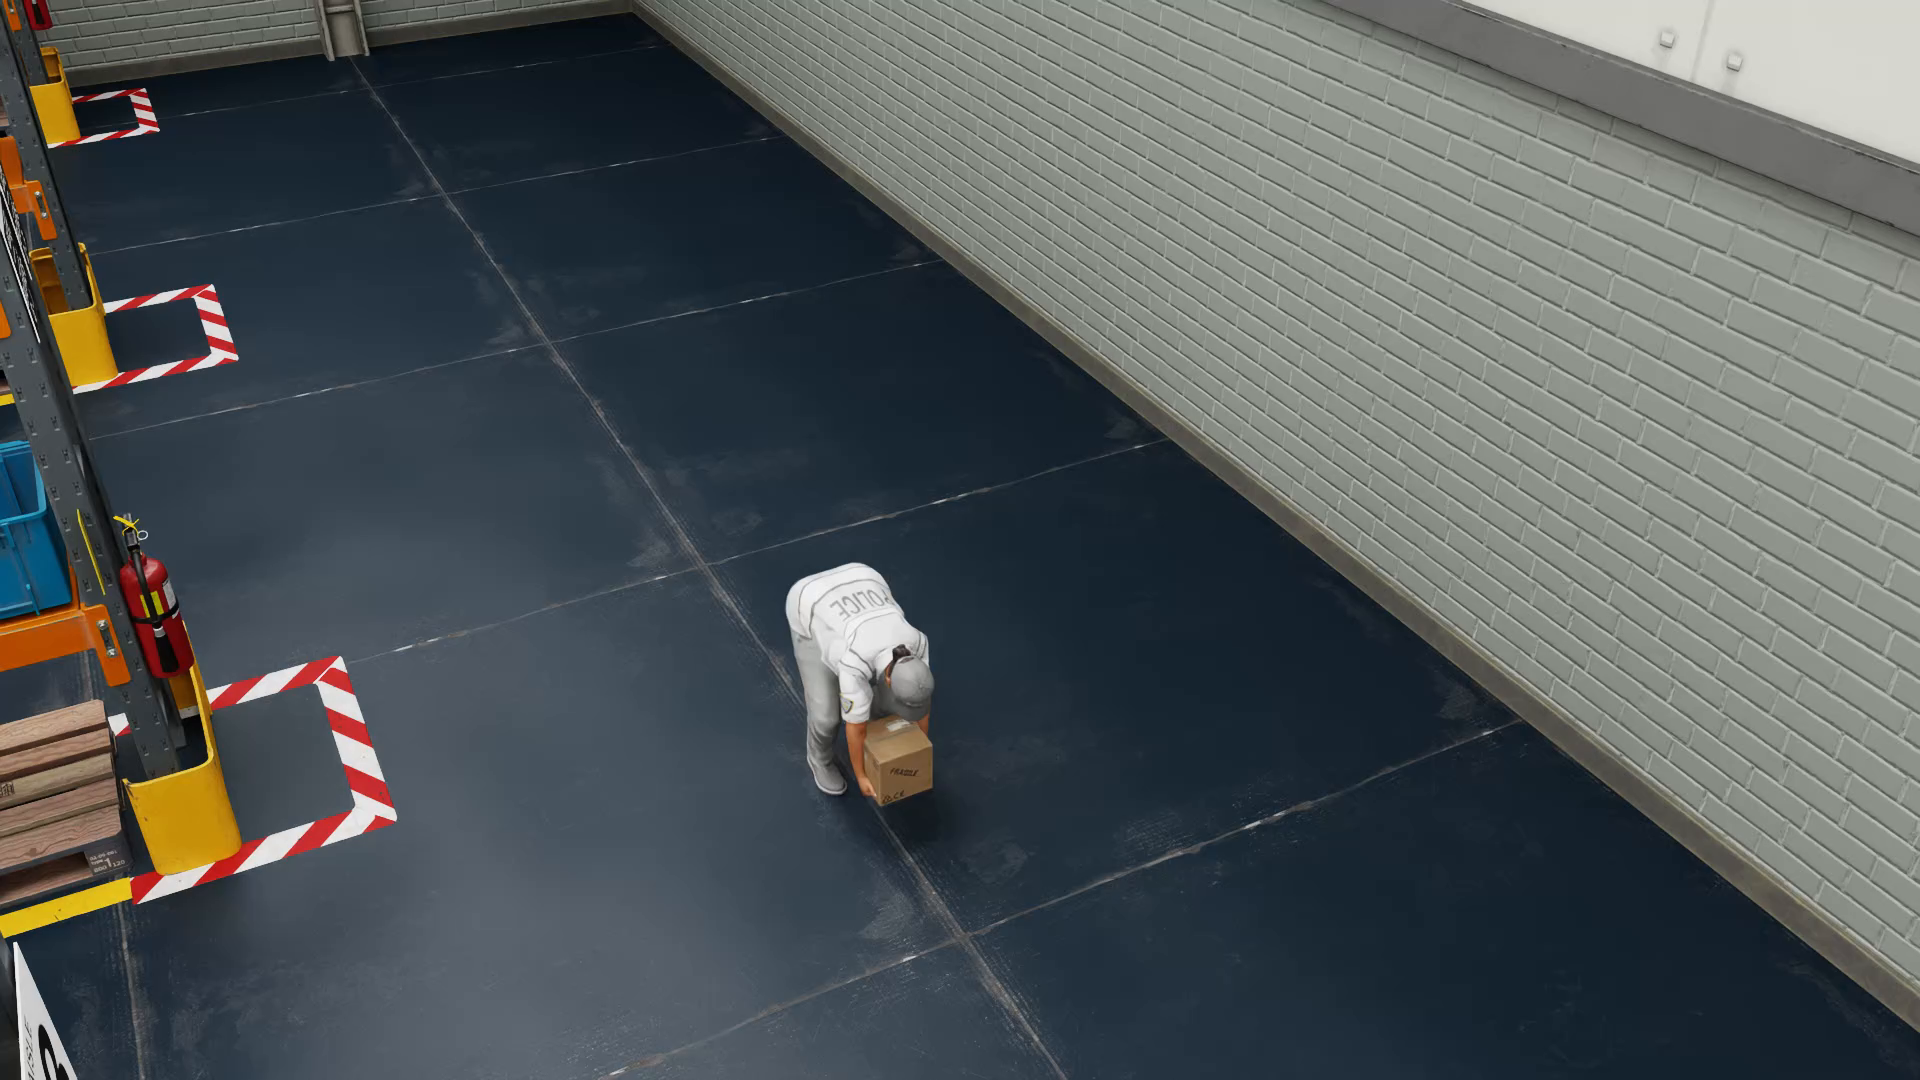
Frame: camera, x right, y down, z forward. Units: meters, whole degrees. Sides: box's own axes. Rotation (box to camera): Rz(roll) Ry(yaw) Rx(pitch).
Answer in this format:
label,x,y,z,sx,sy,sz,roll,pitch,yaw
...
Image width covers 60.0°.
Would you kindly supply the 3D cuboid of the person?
label,x,y,z,sx,sy,sz,roll,pitch,yaw
person,-0.382,0.692,7.120,0.482,1.048,0.952,-18,37,-25
